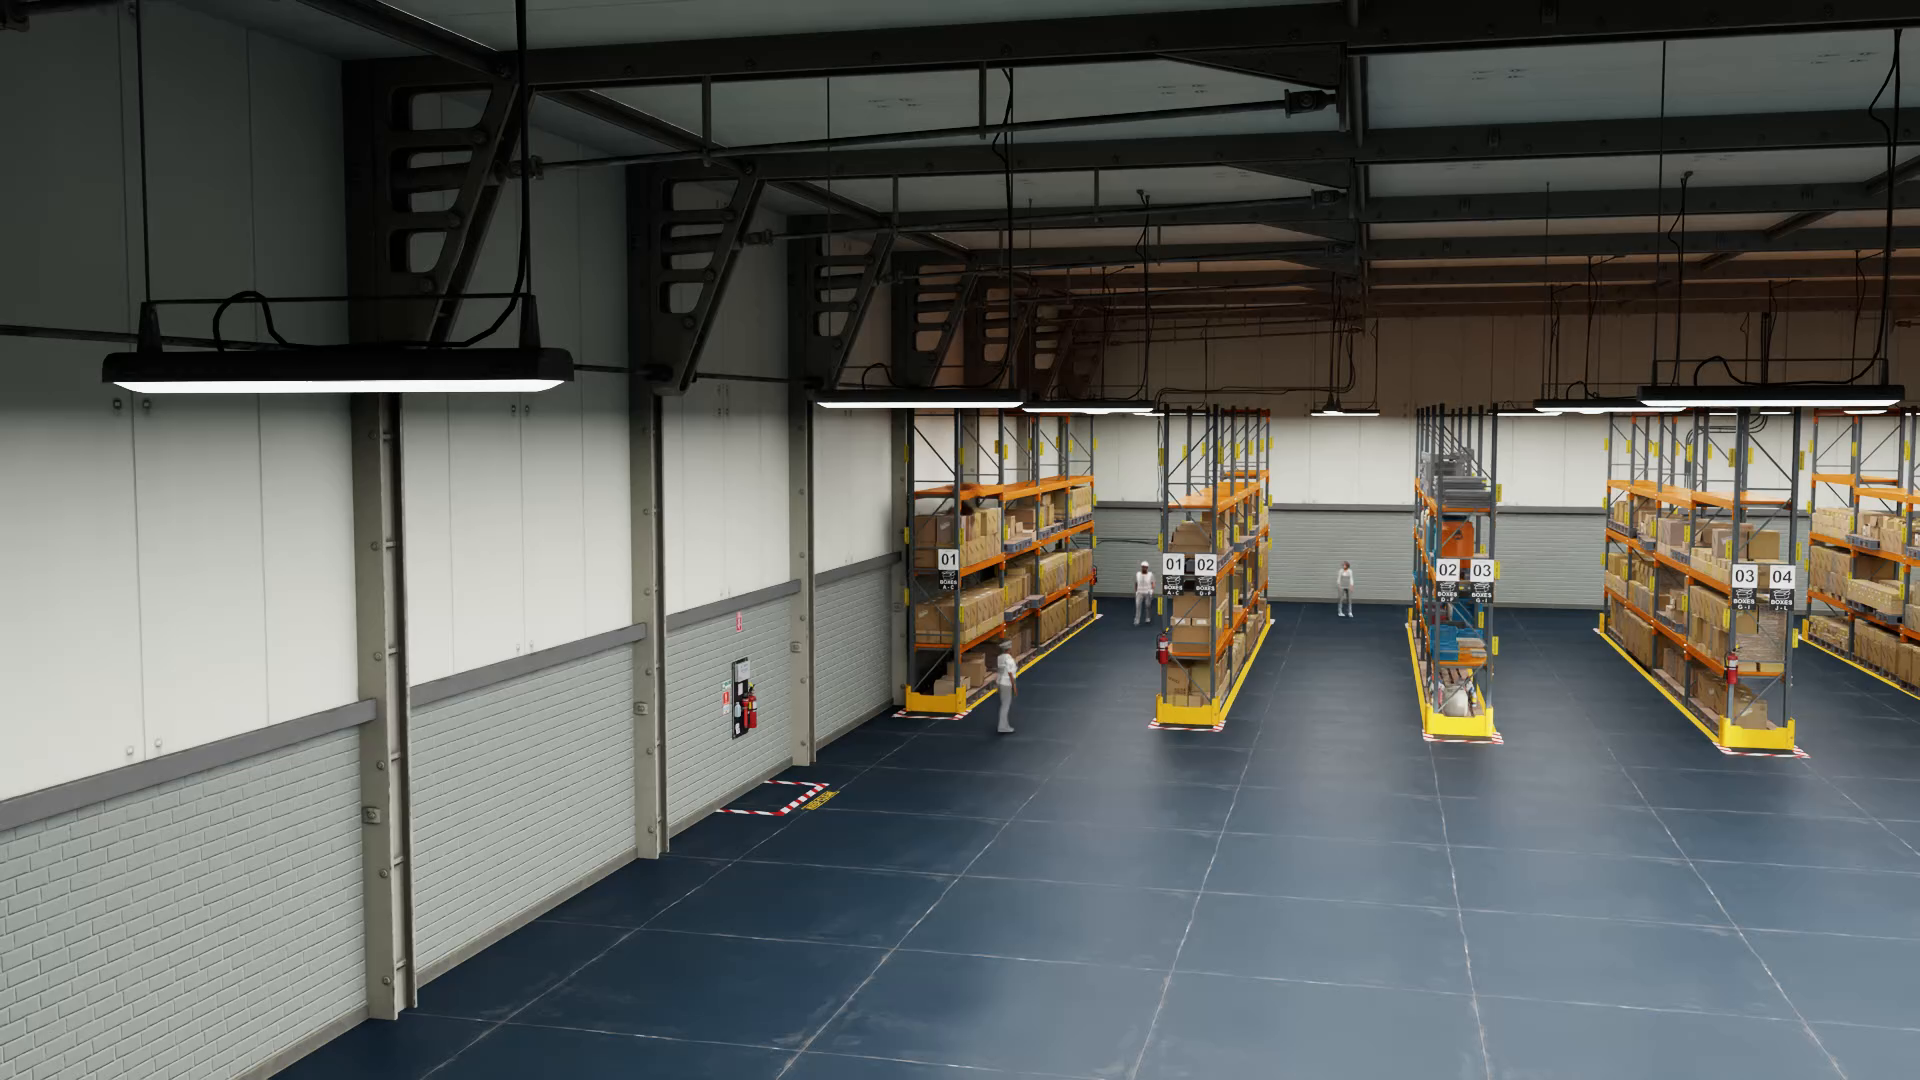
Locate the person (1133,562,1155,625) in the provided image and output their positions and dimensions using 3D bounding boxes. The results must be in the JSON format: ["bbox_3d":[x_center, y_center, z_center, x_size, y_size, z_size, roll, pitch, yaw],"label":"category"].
[{"bbox_3d":[5.103,1.464,46.143,0.598,1.721,1.050,1,4,18],"label":"person"}]

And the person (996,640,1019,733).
[{"bbox_3d":[0.884,2.696,30.418,0.428,1.714,0.565,-2,4,-20],"label":"person"}]

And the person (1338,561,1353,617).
[{"bbox_3d":[11.180,1.416,48.235,0.420,1.614,0.326,0,4,2],"label":"person"}]
